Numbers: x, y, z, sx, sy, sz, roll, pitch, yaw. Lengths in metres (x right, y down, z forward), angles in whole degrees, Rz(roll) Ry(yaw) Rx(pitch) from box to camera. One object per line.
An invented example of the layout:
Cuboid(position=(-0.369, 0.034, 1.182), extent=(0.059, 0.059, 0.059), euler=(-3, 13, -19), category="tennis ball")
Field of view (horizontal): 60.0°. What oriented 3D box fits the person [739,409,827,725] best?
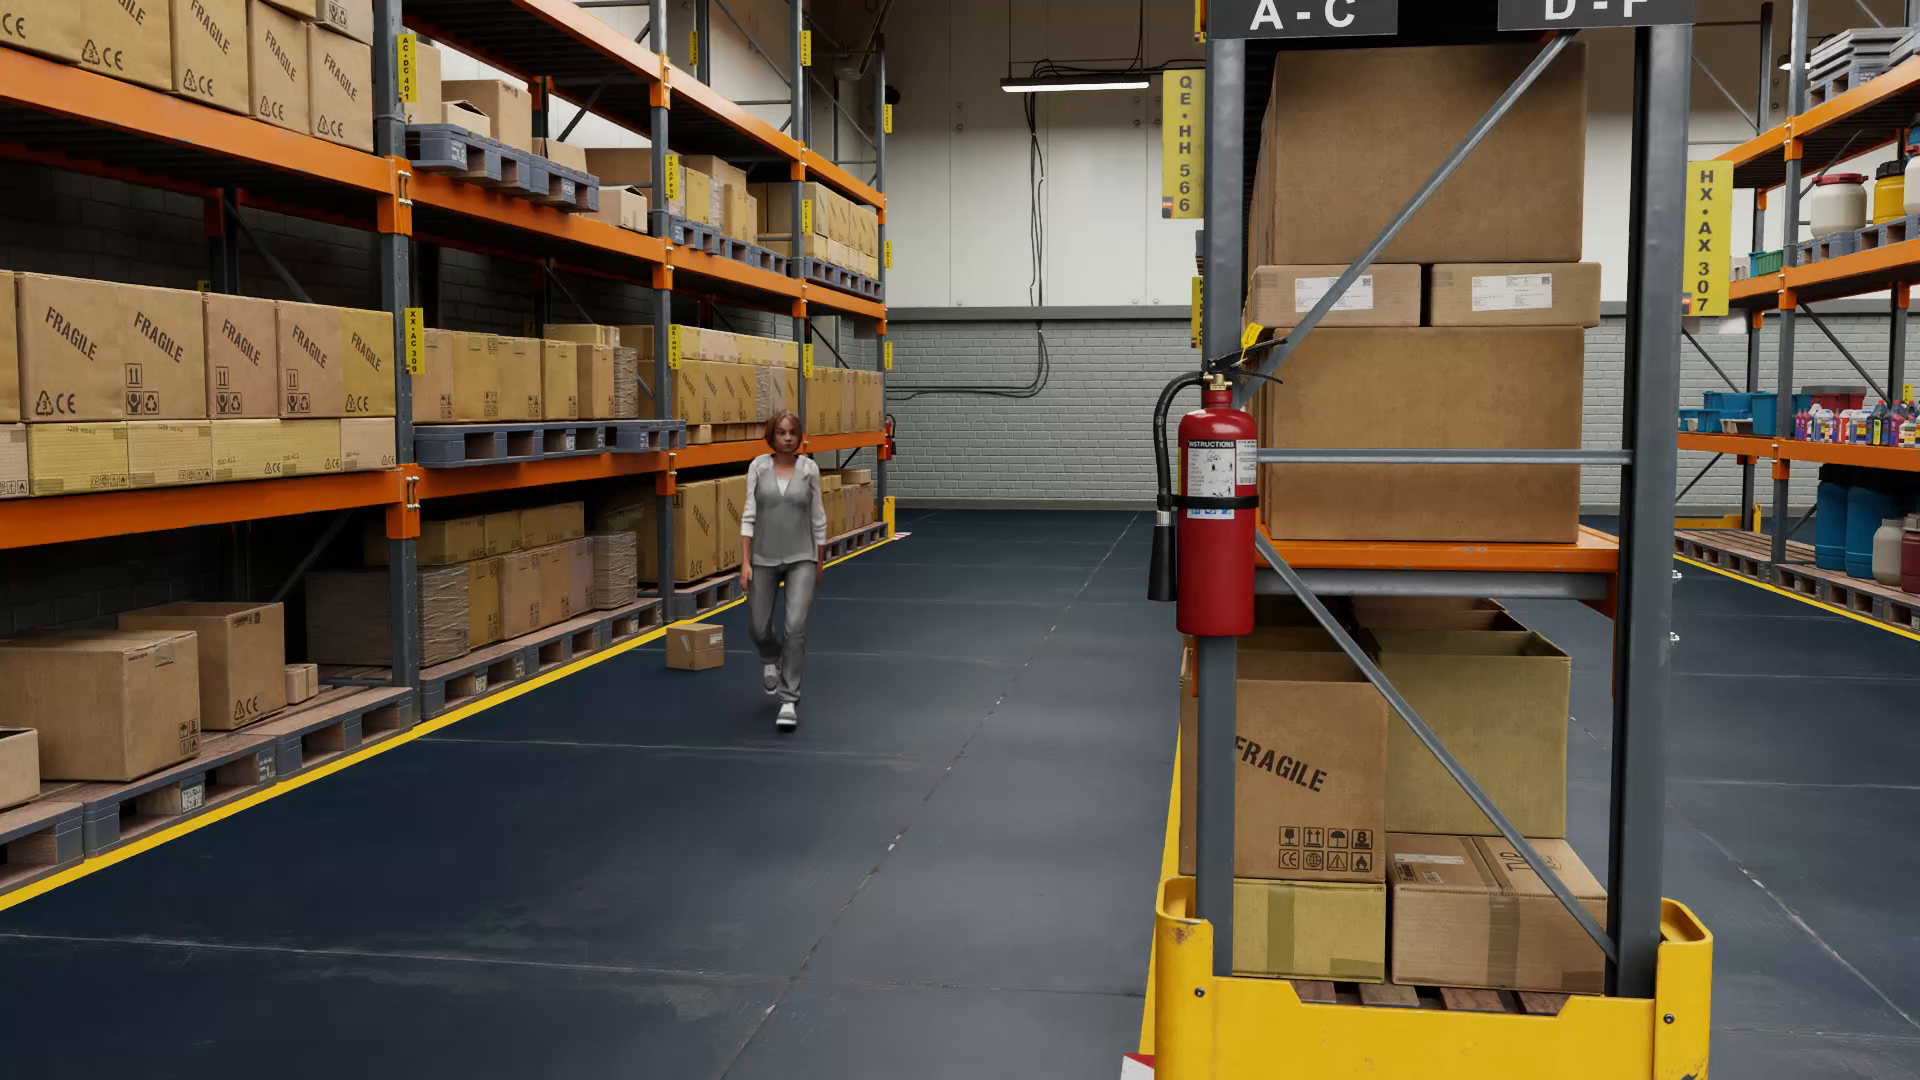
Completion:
Cuboid(position=(-0.900, 0.118, 8.510), extent=(0.439, 1.572, 0.729), euler=(0, 5, -3), category="person")
